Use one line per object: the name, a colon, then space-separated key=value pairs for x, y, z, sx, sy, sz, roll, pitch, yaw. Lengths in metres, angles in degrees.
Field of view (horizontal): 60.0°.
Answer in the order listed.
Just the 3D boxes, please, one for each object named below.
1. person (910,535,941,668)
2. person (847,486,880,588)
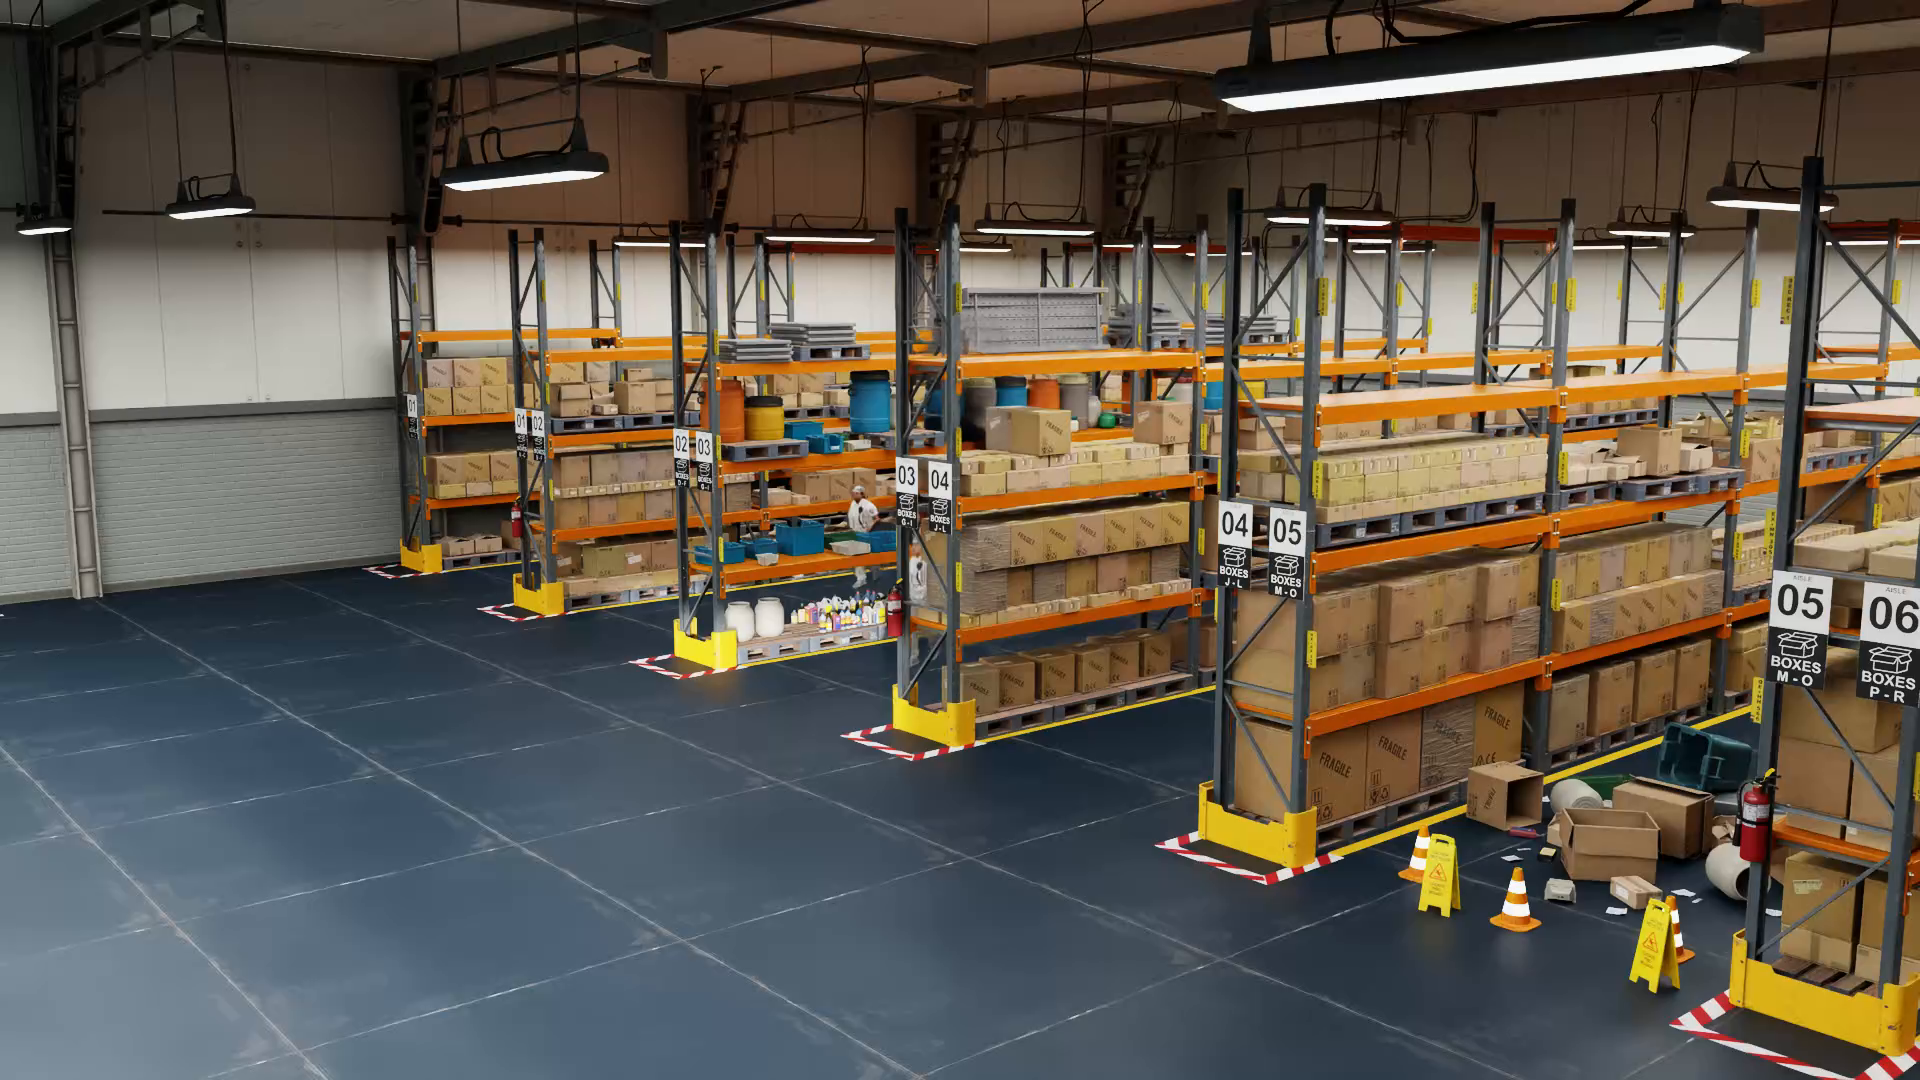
person: x=-0.493 y=0.775 z=21.403 sx=0.604 sy=1.713 sz=0.703 roll=8 pitch=12 yaw=42
person: x=-1.578 y=-0.073 z=27.072 sx=0.576 sy=1.647 sz=0.627 roll=-9 pitch=12 yaw=-44
